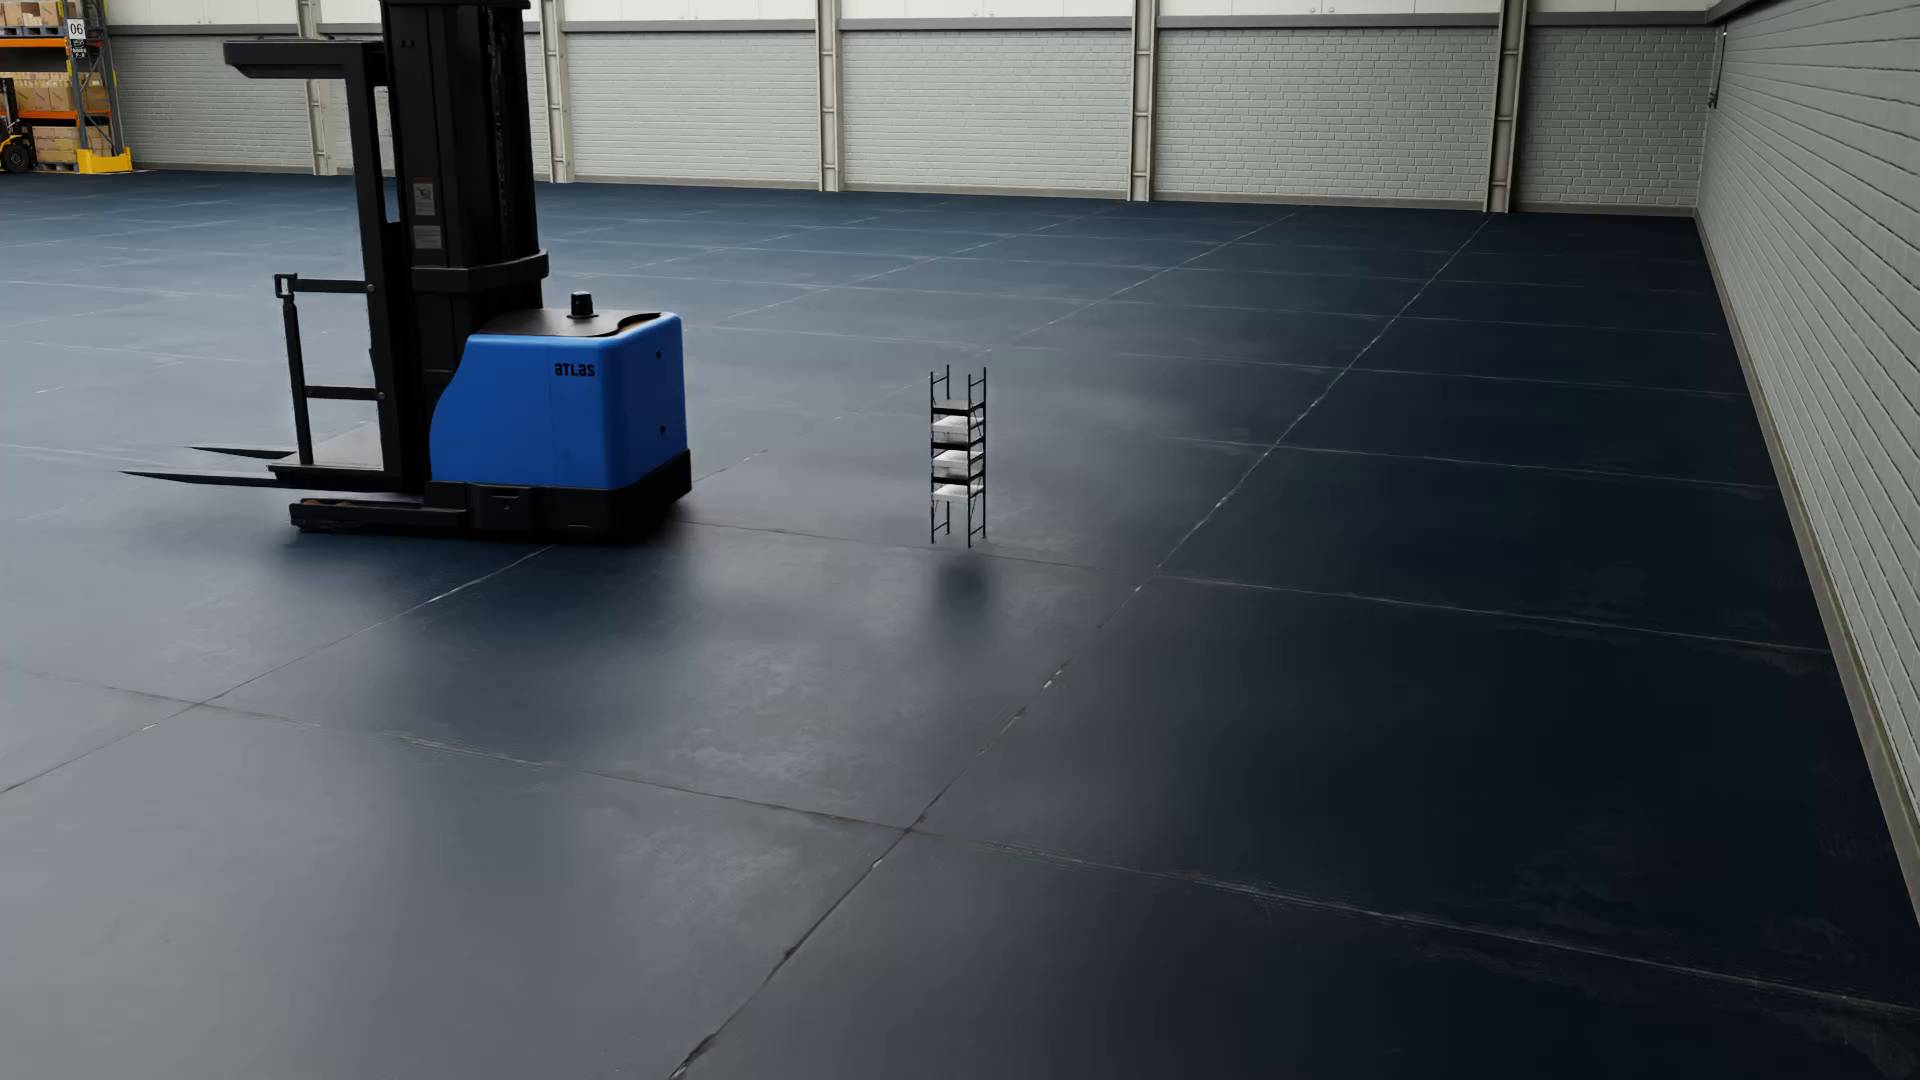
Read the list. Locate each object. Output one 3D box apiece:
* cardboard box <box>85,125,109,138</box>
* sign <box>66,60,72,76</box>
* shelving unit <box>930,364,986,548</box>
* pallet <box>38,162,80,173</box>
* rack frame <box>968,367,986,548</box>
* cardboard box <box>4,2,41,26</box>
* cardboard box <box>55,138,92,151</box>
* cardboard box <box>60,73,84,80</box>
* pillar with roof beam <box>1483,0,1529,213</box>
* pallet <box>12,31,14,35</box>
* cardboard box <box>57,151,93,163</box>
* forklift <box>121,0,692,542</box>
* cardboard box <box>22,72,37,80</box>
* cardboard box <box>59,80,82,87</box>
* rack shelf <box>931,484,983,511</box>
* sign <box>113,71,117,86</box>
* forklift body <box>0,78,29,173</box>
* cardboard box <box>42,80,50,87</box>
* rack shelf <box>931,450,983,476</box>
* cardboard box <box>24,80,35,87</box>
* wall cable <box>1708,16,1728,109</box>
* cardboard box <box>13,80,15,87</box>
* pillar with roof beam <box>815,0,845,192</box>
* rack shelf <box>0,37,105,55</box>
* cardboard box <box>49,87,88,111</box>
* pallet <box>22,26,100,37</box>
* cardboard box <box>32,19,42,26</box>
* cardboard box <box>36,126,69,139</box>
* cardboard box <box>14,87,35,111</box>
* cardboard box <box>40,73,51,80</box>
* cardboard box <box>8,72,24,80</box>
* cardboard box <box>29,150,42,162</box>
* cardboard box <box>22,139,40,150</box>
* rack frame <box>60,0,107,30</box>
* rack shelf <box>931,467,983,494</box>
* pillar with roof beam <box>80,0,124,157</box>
[{"bbox_3d":[-19.215,-9.025,36.766,0.500,0.250,0.500,6,17,20],"label":"cardboard box"},{"bbox_3d":[-19.049,-10.096,35.568,0.005,0.325,0.100,6,17,21],"label":"sign"},{"bbox_3d":[-0.008,-0.433,8.551,0.210,0.900,0.258,6,17,21],"label":"shelving unit"},{"bbox_3d":[-19.564,-8.294,36.863,1.213,0.211,1.003,6,17,21],"label":"pallet"},{"bbox_3d":[0.087,-0.423,8.515,0.006,0.900,0.240,6,17,21],"label":"rack frame"},{"bbox_3d":[-20.254,-11.416,36.126,0.500,0.500,0.700,6,17,21],"label":"cardboard box"},{"bbox_3d":[-19.405,-8.655,36.389,0.500,0.250,0.500,6,17,20],"label":"cardboard box"},{"bbox_3d":[-19.248,-10.050,36.034,0.250,0.149,0.380,6,17,21],"label":"cardboard box"},{"bbox_3d":[7.174,-8.566,22.039,0.400,9.000,9.100,6,17,21],"label":"pillar with roof beam"},{"bbox_3d":[-21.755,-11.292,36.968,1.213,0.211,1.003,6,17,21],"label":"pallet"},{"bbox_3d":[-19.390,-8.413,36.450,0.500,0.250,0.500,6,17,21],"label":"cardboard box"},{"bbox_3d":[-3.084,-1.582,8.867,3.031,2.935,1.130,3,16,11],"label":"forklift"},{"bbox_3d":[-20.229,-10.129,36.308,0.250,0.149,0.380,7,18,22],"label":"cardboard box"},{"bbox_3d":[-19.263,-9.888,36.009,0.250,0.149,0.380,7,17,21],"label":"cardboard box"},{"bbox_3d":[-0.008,-0.228,8.611,0.200,0.077,0.258,6,17,21],"label":"rack shelf"},{"bbox_3d":[-18.628,-10.162,36.604,0.005,0.325,0.100,6,17,21],"label":"sign"},{"bbox_3d":[-21.271,-8.878,35.399,1.214,2.155,2.313,6,17,21],"label":"forklift body"},{"bbox_3d":[-19.730,-9.948,36.219,0.250,0.149,0.380,7,17,22],"label":"cardboard box"},{"bbox_3d":[-0.008,-0.401,8.560,0.200,0.077,0.258,6,17,21],"label":"rack shelf"},{"bbox_3d":[-20.222,-9.992,36.368,0.250,0.149,0.380,6,17,19],"label":"cardboard box"},{"bbox_3d":[11.009,-7.547,24.098,0.112,2.526,3.097,6,17,21],"label":"wall cable"},{"bbox_3d":[-20.664,-10.061,36.608,0.250,0.149,0.380,6,17,20],"label":"cardboard box"},{"bbox_3d":[-3.989,-9.793,26.267,0.400,9.000,9.100,6,17,21],"label":"pillar with roof beam"},{"bbox_3d":[-20.698,-10.865,36.629,4.000,0.370,1.077,6,17,21],"label":"rack shelf"},{"bbox_3d":[-19.391,-9.595,36.167,0.500,0.500,0.500,6,17,19],"label":"cardboard box"},{"bbox_3d":[-19.485,-11.042,36.108,1.213,0.211,1.003,6,17,21],"label":"pallet"},{"bbox_3d":[-19.719,-11.141,35.807,0.250,0.149,0.380,6,17,19],"label":"cardboard box"},{"bbox_3d":[-19.857,-8.944,36.486,0.500,0.250,0.500,7,17,22],"label":"cardboard box"},{"bbox_3d":[-20.347,-9.703,36.538,0.500,0.500,0.500,6,17,20],"label":"cardboard box"},{"bbox_3d":[-19.742,-10.087,36.161,0.250,0.149,0.380,7,17,22],"label":"cardboard box"},{"bbox_3d":[-20.677,-10.205,36.569,0.250,0.149,0.380,7,17,21],"label":"cardboard box"},{"bbox_3d":[-20.311,-8.519,36.818,0.500,0.250,0.500,6,17,21],"label":"cardboard box"},{"bbox_3d":[-20.355,-8.757,36.739,0.500,0.250,0.500,6,17,19],"label":"cardboard box"},{"bbox_3d":[-18.837,-12.446,35.405,0.127,3.000,1.000,6,17,21],"label":"rack frame"},{"bbox_3d":[-0.008,-0.315,8.585,0.200,0.077,0.258,6,17,21],"label":"rack shelf"},{"bbox_3d":[-20.734,-11.635,32.610,0.400,9.000,9.100,6,17,21],"label":"pillar with roof beam"}]
